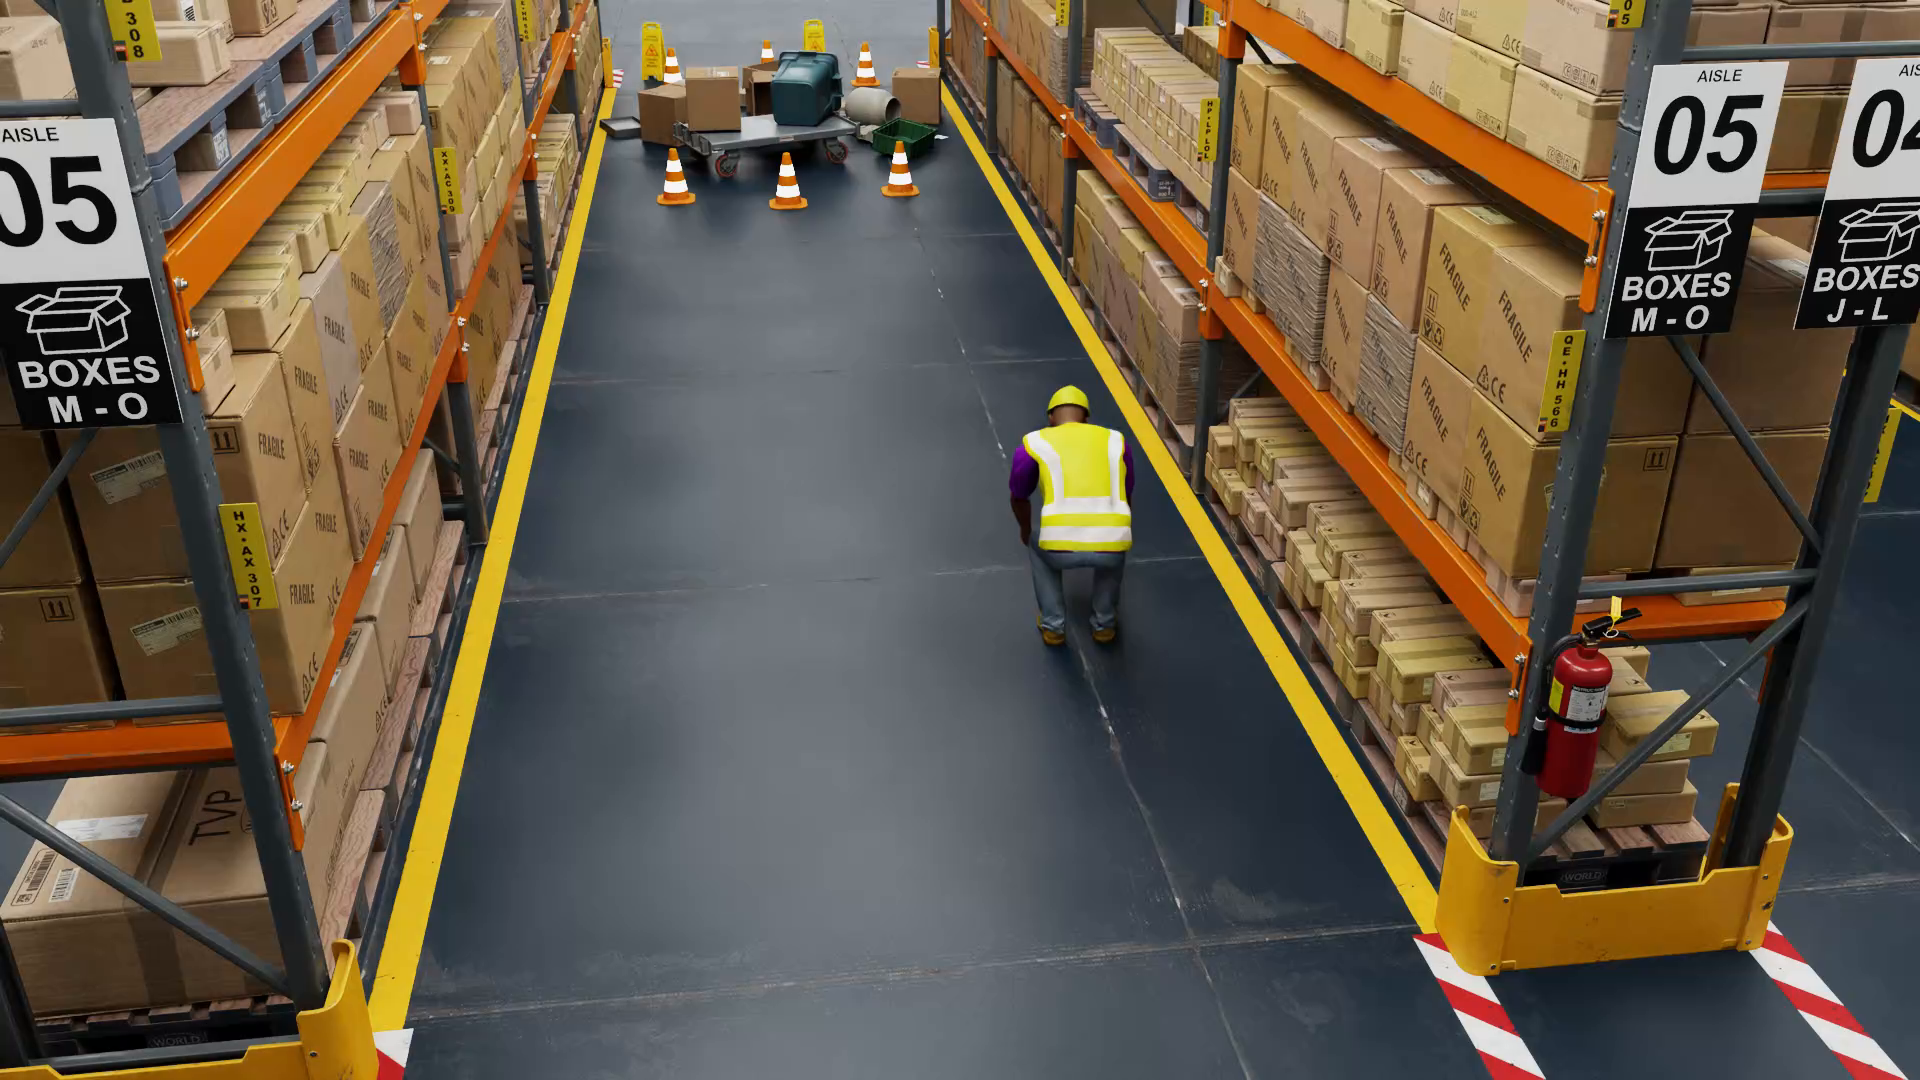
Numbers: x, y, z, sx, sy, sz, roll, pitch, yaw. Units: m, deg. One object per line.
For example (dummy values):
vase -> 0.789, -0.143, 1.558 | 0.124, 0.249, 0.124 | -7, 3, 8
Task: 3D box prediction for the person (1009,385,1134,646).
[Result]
person -> 0.538, -0.094, 7.977 | 0.607, 1.133, 0.856 | 1, 27, 1
